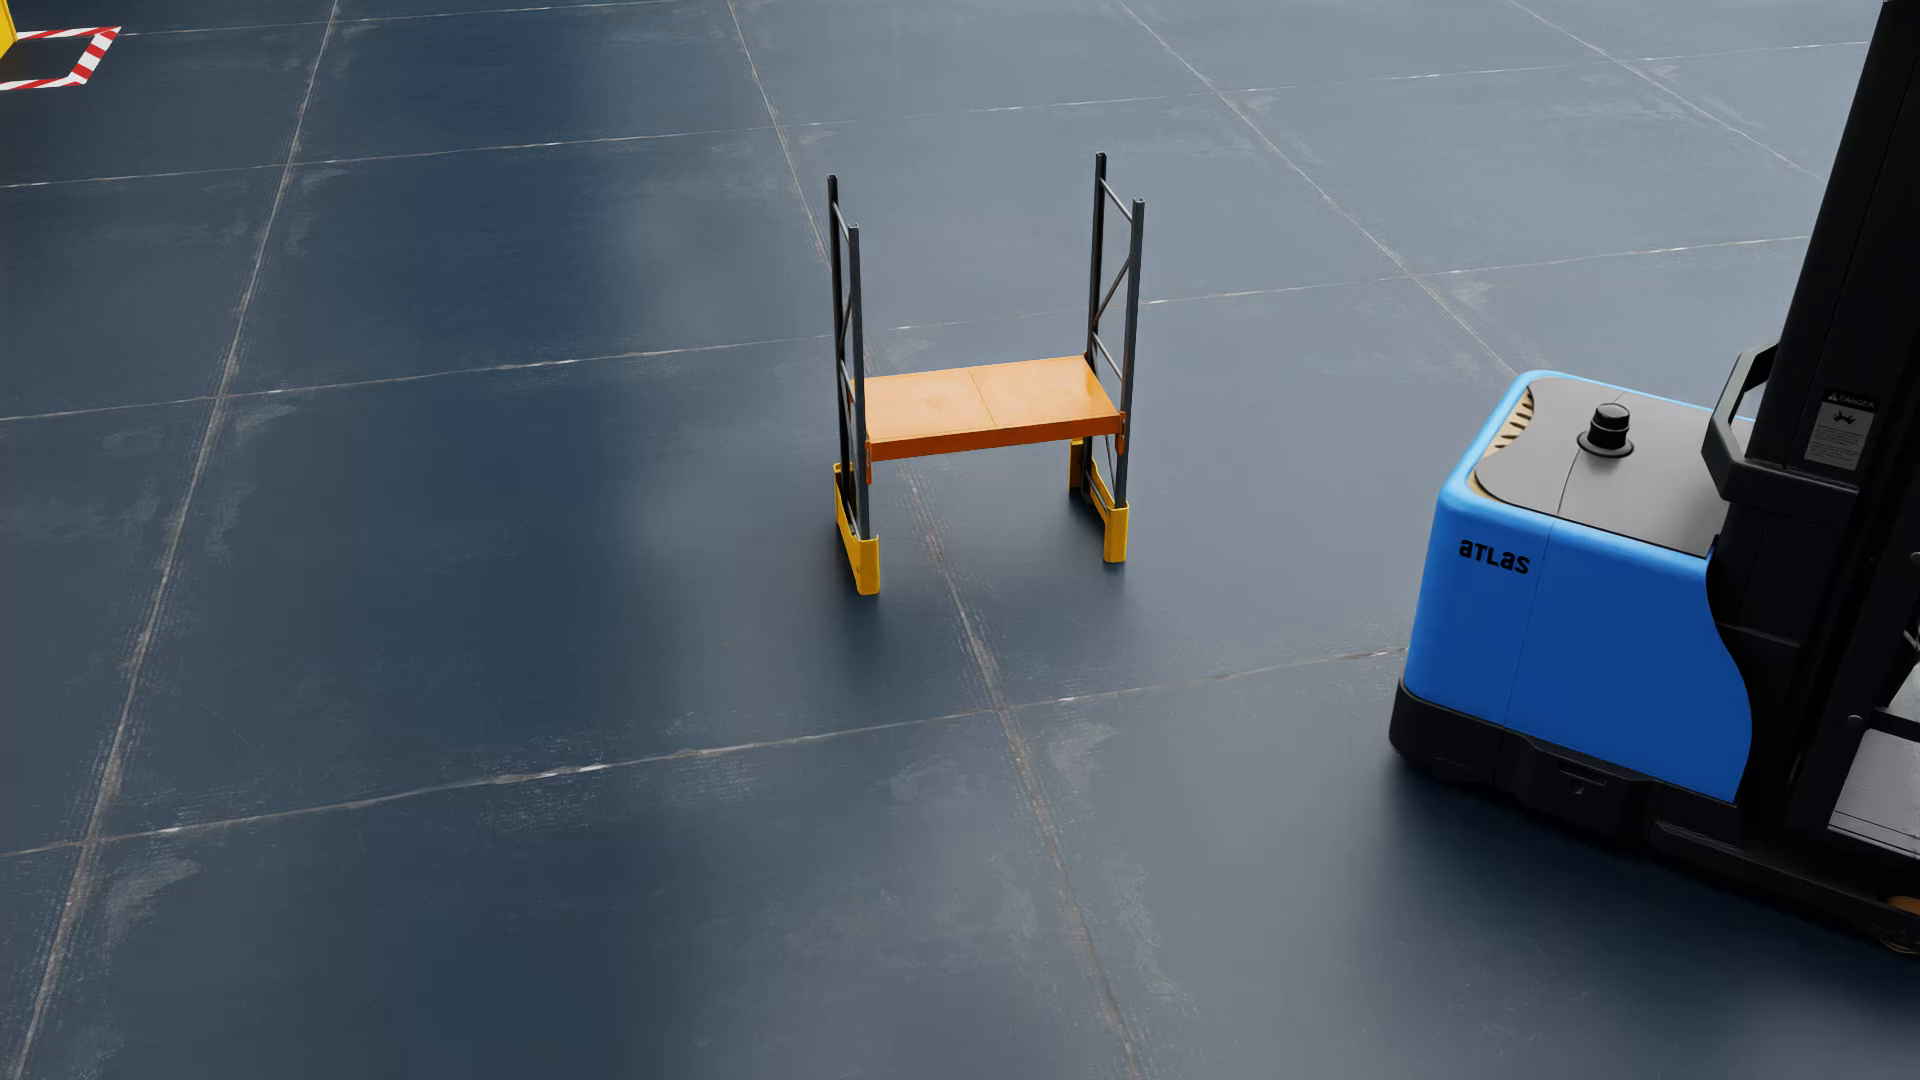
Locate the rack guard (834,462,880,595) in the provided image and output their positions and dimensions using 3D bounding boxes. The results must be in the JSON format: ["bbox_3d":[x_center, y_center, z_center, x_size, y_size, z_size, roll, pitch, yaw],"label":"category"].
[{"bbox_3d":[-0.411,-0.052,6.603,0.087,0.250,0.587,-7,35,-11],"label":"rack guard"}]

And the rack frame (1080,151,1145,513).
[{"bbox_3d":[0.579,-0.696,6.441,0.032,1.500,0.500,-7,35,-11],"label":"rack frame"}]

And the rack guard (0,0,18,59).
[{"bbox_3d":[-6.991,-3.592,11.654,0.348,0.500,1.175,-7,35,-11],"label":"rack guard"}]

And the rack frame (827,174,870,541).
[{"bbox_3d":[-0.413,-0.571,6.255,0.032,1.500,0.500,-7,35,-11],"label":"rack frame"}]

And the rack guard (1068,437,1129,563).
[{"bbox_3d":[0.560,-0.174,6.786,0.087,0.250,0.587,-7,35,-11],"label":"rack guard"}]

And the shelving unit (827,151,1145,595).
[{"bbox_3d":[0.074,-0.632,6.346,1.083,1.500,0.587,-7,35,-11],"label":"shelving unit"}]

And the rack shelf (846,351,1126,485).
[{"bbox_3d":[0.083,-0.484,6.448,1.000,0.185,0.538,-7,35,-11],"label":"rack shelf"}]

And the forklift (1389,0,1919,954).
[{"bbox_3d":[2.979,-0.279,4.535,3.031,2.935,1.130,18,38,25],"label":"forklift"}]
